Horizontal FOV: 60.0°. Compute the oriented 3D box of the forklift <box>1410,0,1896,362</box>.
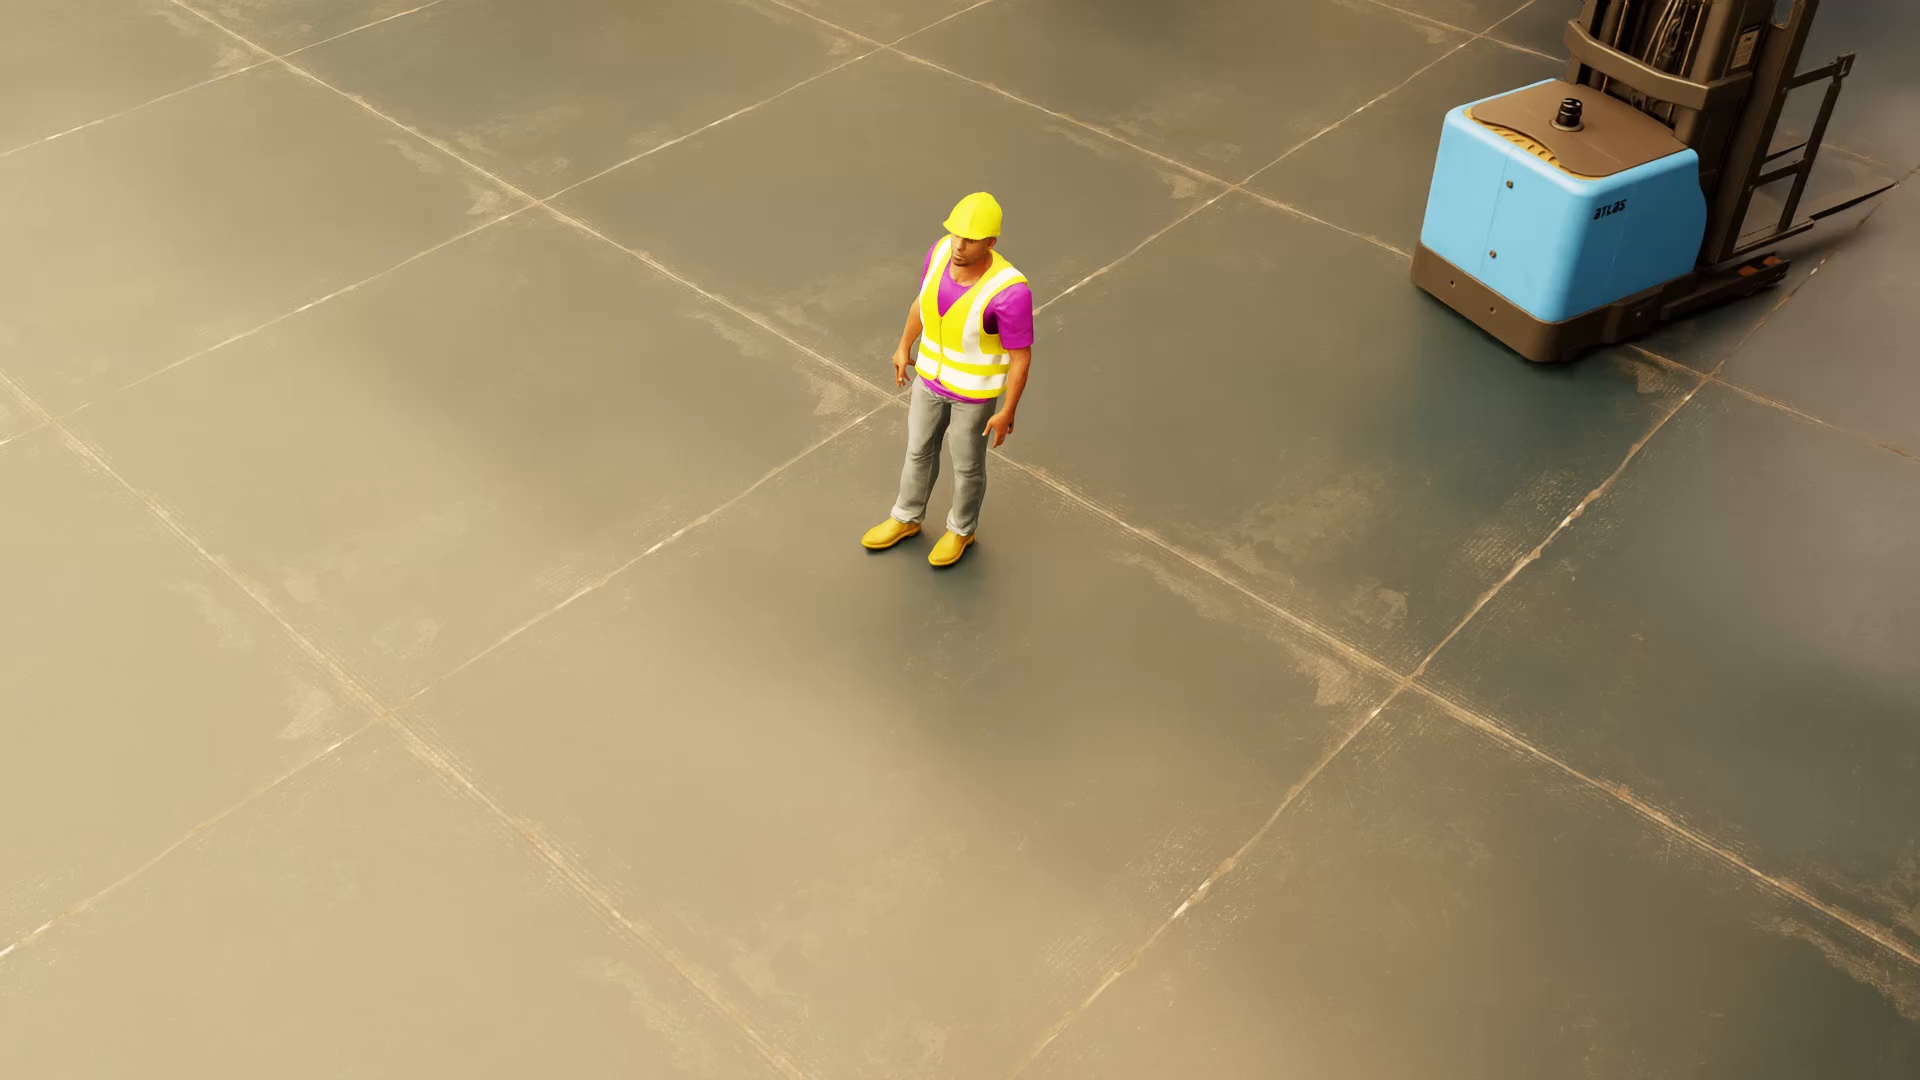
[{"bbox_3d":[4.043,-2.746,8.629,3.031,2.935,1.130,-21,45,-22],"label":"forklift"}]

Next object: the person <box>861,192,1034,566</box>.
[{"bbox_3d":[-0.051,-0.645,7.064,0.665,1.765,0.577,31,49,31],"label":"person"}]
